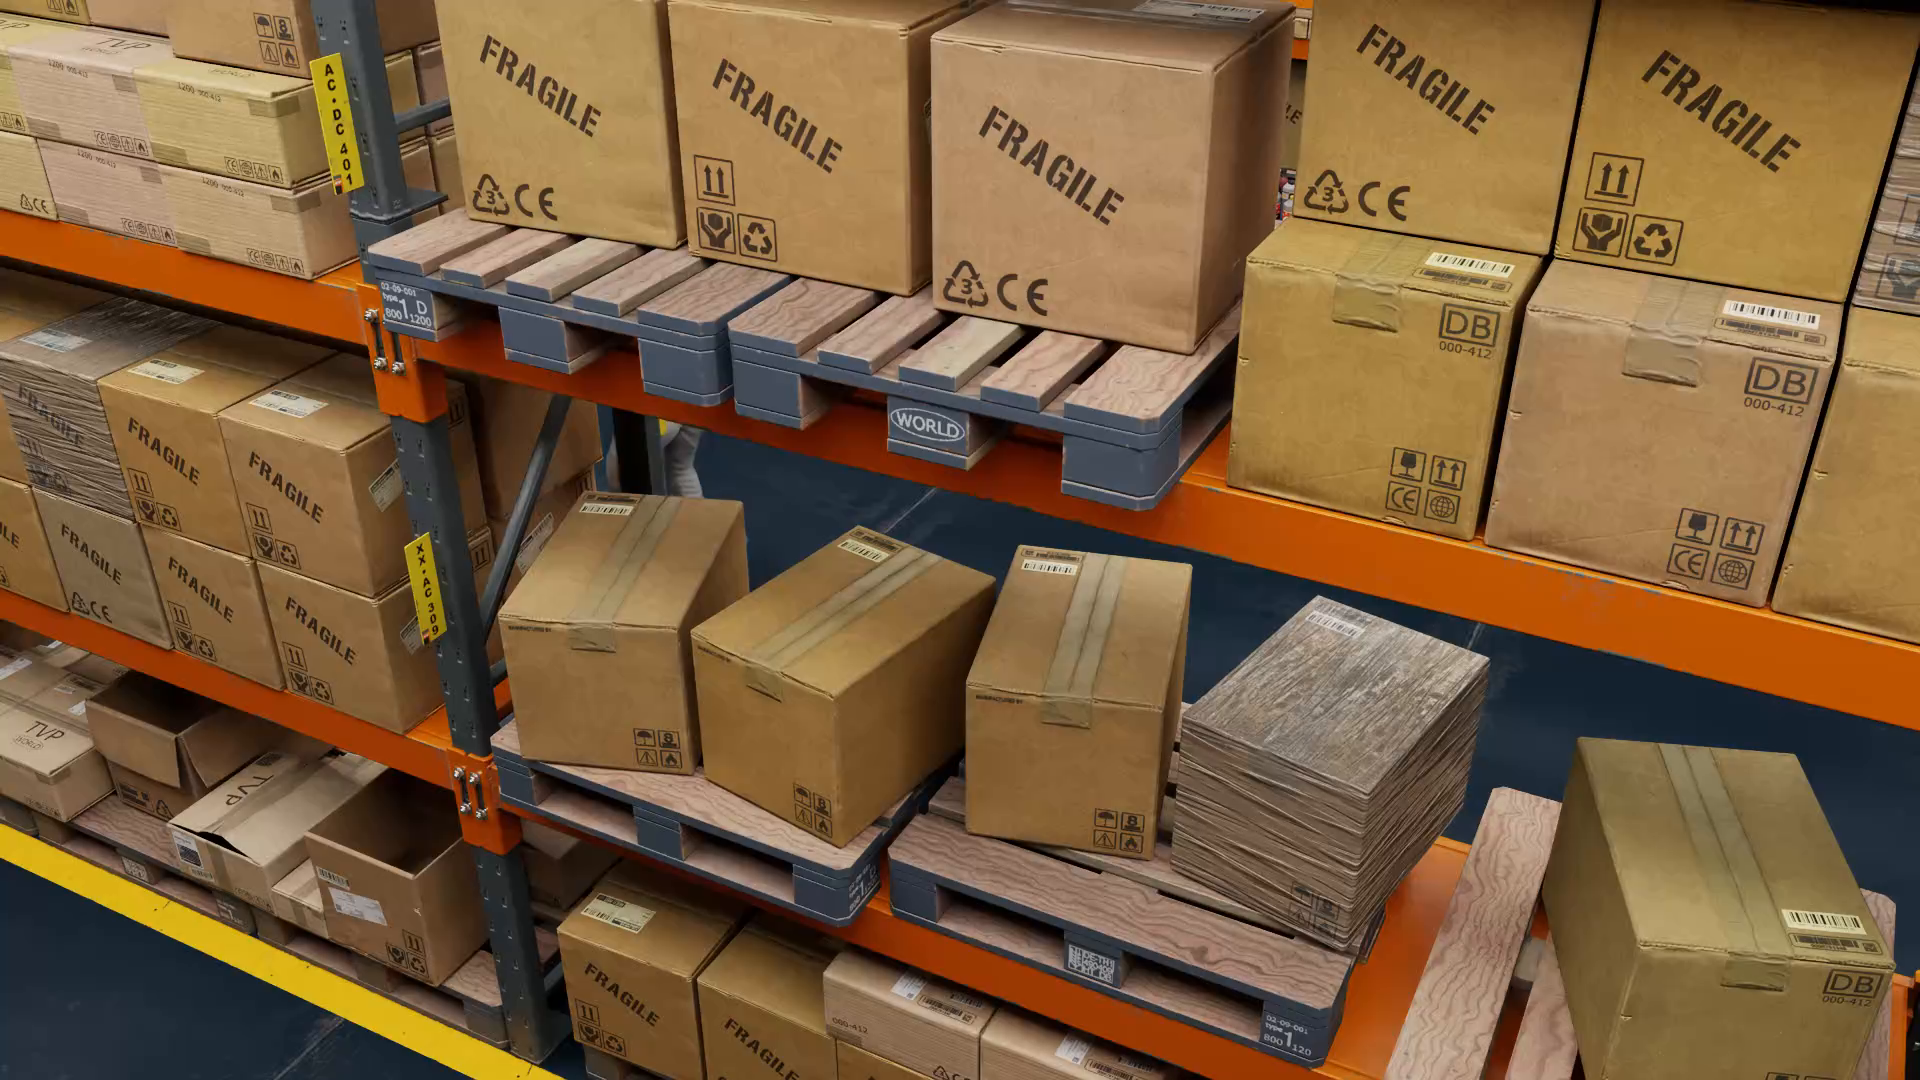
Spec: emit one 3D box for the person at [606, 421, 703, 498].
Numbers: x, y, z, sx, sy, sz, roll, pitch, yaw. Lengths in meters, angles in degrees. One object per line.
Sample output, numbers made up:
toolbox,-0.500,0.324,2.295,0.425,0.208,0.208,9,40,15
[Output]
person,-1.501,-0.624,8.197,0.449,1.690,0.493,18,35,27
